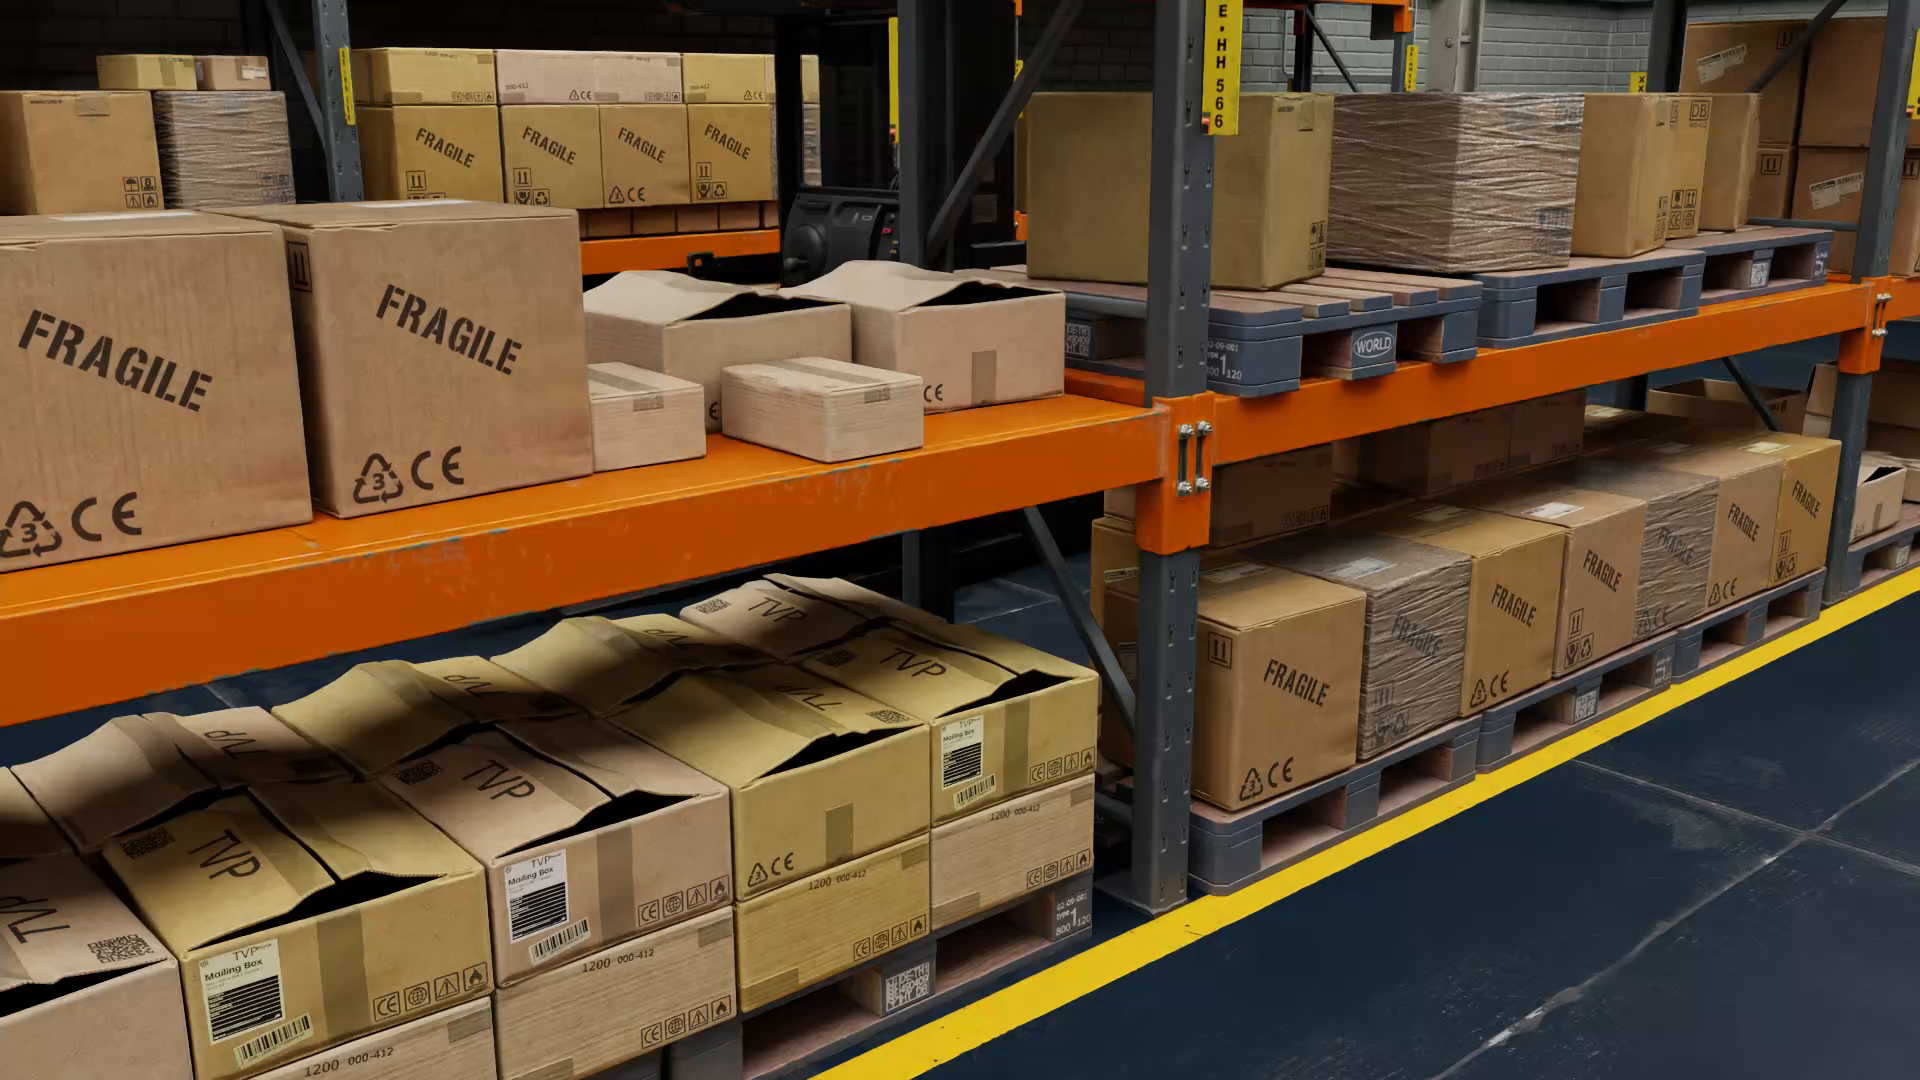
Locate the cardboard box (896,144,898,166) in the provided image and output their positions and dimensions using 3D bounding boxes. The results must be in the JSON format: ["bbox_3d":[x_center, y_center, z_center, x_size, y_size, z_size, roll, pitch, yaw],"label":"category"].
[{"bbox_3d":[-0.590,-2.231,9.481,0.500,0.500,0.500,-12,19,-39],"label":"cardboard box"}]

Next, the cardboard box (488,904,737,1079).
[{"bbox_3d":[-0.797,0.831,3.340,0.500,0.250,0.500,-12,19,-38],"label":"cardboard box"}]

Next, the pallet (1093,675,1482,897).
[{"bbox_3d":[0.796,0.625,5.003,1.213,0.211,1.003,-13,19,-39],"label":"pallet"}]

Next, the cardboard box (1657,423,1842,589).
[{"bbox_3d":[3.041,-0.147,6.478,0.500,0.500,0.500,-13,20,-40],"label":"cardboard box"}]

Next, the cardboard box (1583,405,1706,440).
[{"bbox_3d":[2.700,-0.252,6.870,0.500,0.500,0.500,-14,20,-42],"label":"cardboard box"}]

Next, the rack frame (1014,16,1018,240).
[{"bbox_3d":[-0.029,-2.245,10.342,0.127,3.000,1.000,-13,19,-39],"label":"rack frame"}]

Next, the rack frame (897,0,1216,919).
[{"bbox_3d":[0.208,-0.604,4.197,0.127,3.000,1.000,-13,19,-39],"label":"rack frame"}]

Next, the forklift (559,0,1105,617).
[{"bbox_3d":[-0.559,-1.271,6.830,1.130,2.935,3.031,14,21,43],"label":"forklift"}]

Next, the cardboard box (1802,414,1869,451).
[{"bbox_3d":[4.035,-0.473,8.068,0.500,0.311,0.500,-13,19,-39],"label":"cardboard box"}]

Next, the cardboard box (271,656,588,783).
[{"bbox_3d":[-1.157,0.459,3.646,0.500,0.311,0.500,-13,20,-41],"label":"cardboard box"}]

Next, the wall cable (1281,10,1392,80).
[{"bbox_3d":[3.333,-3.814,14.249,1.851,1.984,0.084,-13,19,-39],"label":"wall cable"}]

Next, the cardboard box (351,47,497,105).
[{"bbox_3d":[-2.513,-2.163,7.773,0.500,0.250,0.500,-12,19,-38],"label":"cardboard box"}]

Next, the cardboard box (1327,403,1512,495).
[{"bbox_3d":[1.568,-0.359,5.821,0.500,0.250,0.500,-13,20,-40],"label":"cardboard box"}]

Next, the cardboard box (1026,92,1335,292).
[{"bbox_3d":[0.609,-0.983,4.611,0.700,0.500,0.500,8,17,28],"label":"cardboard box"}]

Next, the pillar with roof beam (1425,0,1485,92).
[{"bbox_3d":[7.283,-5.609,11.310,0.400,9.000,9.100,-13,19,-39],"label":"pillar with roof beam"}]

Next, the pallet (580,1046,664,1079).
[{"bbox_3d":[-1.359,1.081,3.294,1.213,0.211,1.003,-13,19,-39],"label":"pallet"}]

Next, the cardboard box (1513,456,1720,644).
[{"bbox_3d":[2.284,0.020,5.853,0.500,0.500,0.500,-12,19,-39],"label":"cardboard box"}]

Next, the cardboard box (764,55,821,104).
[{"bbox_3d":[-0.991,-2.509,9.068,0.500,0.250,0.500,-12,19,-38],"label":"cardboard box"}]

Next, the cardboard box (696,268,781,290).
[{"bbox_3d":[-1.103,-1.123,9.492,0.750,0.750,0.750,-12,19,-38],"label":"cardboard box"}]

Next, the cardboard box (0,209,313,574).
[{"bbox_3d":[-1.444,-0.275,2.774,0.500,0.500,0.500,-13,19,-39],"label":"cardboard box"}]

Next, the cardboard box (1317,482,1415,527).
[{"bbox_3d":[1.150,0.100,5.555,0.500,0.500,0.500,-14,20,-41],"label":"cardboard box"}]

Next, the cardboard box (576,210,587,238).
[{"bbox_3d":[-2.086,-1.602,8.385,0.250,0.149,0.380,-13,20,-40],"label":"cardboard box"}]

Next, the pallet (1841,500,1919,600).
[{"bbox_3d":[3.744,-0.050,7.529,1.213,0.211,1.003,-13,19,-39],"label":"pallet"}]

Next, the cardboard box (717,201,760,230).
[{"bbox_3d":[-1.294,-1.771,9.017,0.250,0.149,0.380,-12,19,-38],"label":"cardboard box"}]

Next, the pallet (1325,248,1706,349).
[{"bbox_3d":[1.672,-0.841,5.459,1.213,0.211,1.003,-13,19,-39],"label":"pallet"}]

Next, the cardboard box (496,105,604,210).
[{"bbox_3d":[-2.111,-1.888,8.198,0.500,0.500,0.500,-12,19,-38],"label":"cardboard box"}]

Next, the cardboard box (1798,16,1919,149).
[{"bbox_3d":[3.765,-1.838,6.686,0.500,0.500,0.500,-12,19,-38],"label":"cardboard box"}]

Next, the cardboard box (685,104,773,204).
[{"bbox_3d":[-1.348,-2.062,8.848,0.500,0.500,0.500,-12,19,-38],"label":"cardboard box"}]

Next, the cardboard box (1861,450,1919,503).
[{"bbox_3d":[4.330,-0.302,7.707,0.250,0.166,0.380,-13,19,-39],"label":"cardboard box"}]

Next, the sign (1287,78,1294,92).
[{"bbox_3d":[2.628,-3.488,13.165,0.005,0.325,0.100,-13,19,-39],"label":"sign"}]

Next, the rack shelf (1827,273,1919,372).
[{"bbox_3d":[4.734,-1.272,8.095,4.000,0.370,1.077,-13,19,-39],"label":"rack shelf"}]

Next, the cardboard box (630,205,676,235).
[{"bbox_3d":[-1.694,-1.690,8.711,0.250,0.149,0.380,-12,19,-39],"label":"cardboard box"}]

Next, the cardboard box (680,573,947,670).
[{"bbox_3d":[-0.380,0.283,4.307,0.500,0.311,0.500,-12,19,-38],"label":"cardboard box"}]

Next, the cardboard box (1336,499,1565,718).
[{"bbox_3d":[1.512,0.196,5.194,0.500,0.500,0.500,-13,20,-40],"label":"cardboard box"}]

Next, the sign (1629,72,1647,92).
[{"bbox_3d":[2.863,-1.804,7.013,0.005,0.325,0.100,-13,19,-39],"label":"sign"}]

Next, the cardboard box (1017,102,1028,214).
[{"bbox_3d":[0.391,-2.479,10.635,0.700,0.700,0.980,-12,19,-39],"label":"cardboard box"}]

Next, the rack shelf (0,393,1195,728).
[{"bbox_3d":[-1.301,0.083,3.021,4.000,0.370,1.077,-13,19,-39],"label":"rack shelf"}]

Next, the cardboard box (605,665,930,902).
[{"bbox_3d":[-0.413,0.477,3.579,0.500,0.311,0.500,-13,20,-40],"label":"cardboard box"}]

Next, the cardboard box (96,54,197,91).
[{"bbox_3d":[-3.520,-2.020,7.196,0.380,0.149,0.250,12,19,38],"label":"cardboard box"}]

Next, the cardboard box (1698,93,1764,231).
[{"bbox_3d":[2.721,-1.496,6.529,0.700,0.500,0.500,8,17,28],"label":"cardboard box"}]

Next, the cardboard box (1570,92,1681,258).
[{"bbox_3d":[1.933,-1.221,5.501,0.700,0.500,0.500,10,18,33],"label":"cardboard box"}]

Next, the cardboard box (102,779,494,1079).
[{"bbox_3d":[-1.176,0.646,2.945,0.500,0.311,0.500,-12,19,-38],"label":"cardboard box"}]

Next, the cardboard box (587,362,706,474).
[{"bbox_3d":[-0.717,-0.255,3.380,0.250,0.149,0.380,-11,18,-35],"label":"cardboard box"}]

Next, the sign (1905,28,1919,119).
[{"bbox_3d":[3.592,-1.733,6.182,0.005,0.325,0.100,-13,19,-39],"label":"sign"}]

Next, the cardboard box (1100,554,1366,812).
[{"bbox_3d":[0.739,0.370,4.543,0.500,0.500,0.500,-12,19,-37],"label":"cardboard box"}]

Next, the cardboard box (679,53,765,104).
[{"bbox_3d":[-1.375,-2.422,8.744,0.500,0.250,0.500,-13,20,-40],"label":"cardboard box"}]

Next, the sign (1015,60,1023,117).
[{"bbox_3d":[0.334,-2.662,9.813,0.005,0.325,0.100,-13,19,-39],"label":"sign"}]

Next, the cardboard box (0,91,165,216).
[{"bbox_3d":[-3.799,-1.647,7.056,0.700,0.500,0.500,14,20,42],"label":"cardboard box"}]

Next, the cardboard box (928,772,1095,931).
[{"bbox_3d":[-0.029,0.659,3.986,0.500,0.250,0.500,-12,19,-38],"label":"cardboard box"}]

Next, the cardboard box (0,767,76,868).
[{"bbox_3d":[-1.926,0.631,3.004,0.500,0.311,0.500,-13,20,-40],"label":"cardboard box"}]

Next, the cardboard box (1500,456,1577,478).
[{"bbox_3d":[1.923,-0.076,6.213,0.500,0.500,0.500,-12,19,-39],"label":"cardboard box"}]

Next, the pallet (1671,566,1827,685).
[{"bbox_3d":[2.637,0.211,6.550,1.213,0.211,1.003,-13,19,-39],"label":"pallet"}]

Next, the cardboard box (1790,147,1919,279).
[{"bbox_3d":[3.789,-1.363,6.846,0.500,0.500,0.500,-12,19,-38],"label":"cardboard box"}]

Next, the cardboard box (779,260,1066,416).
[{"bbox_3d":[-0.095,-0.507,4.010,0.500,0.311,0.500,-11,19,-36],"label":"cardboard box"}]

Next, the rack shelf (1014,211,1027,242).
[{"bbox_3d":[1.479,-2.236,11.703,4.000,0.370,1.077,-13,19,-39],"label":"rack shelf"}]
